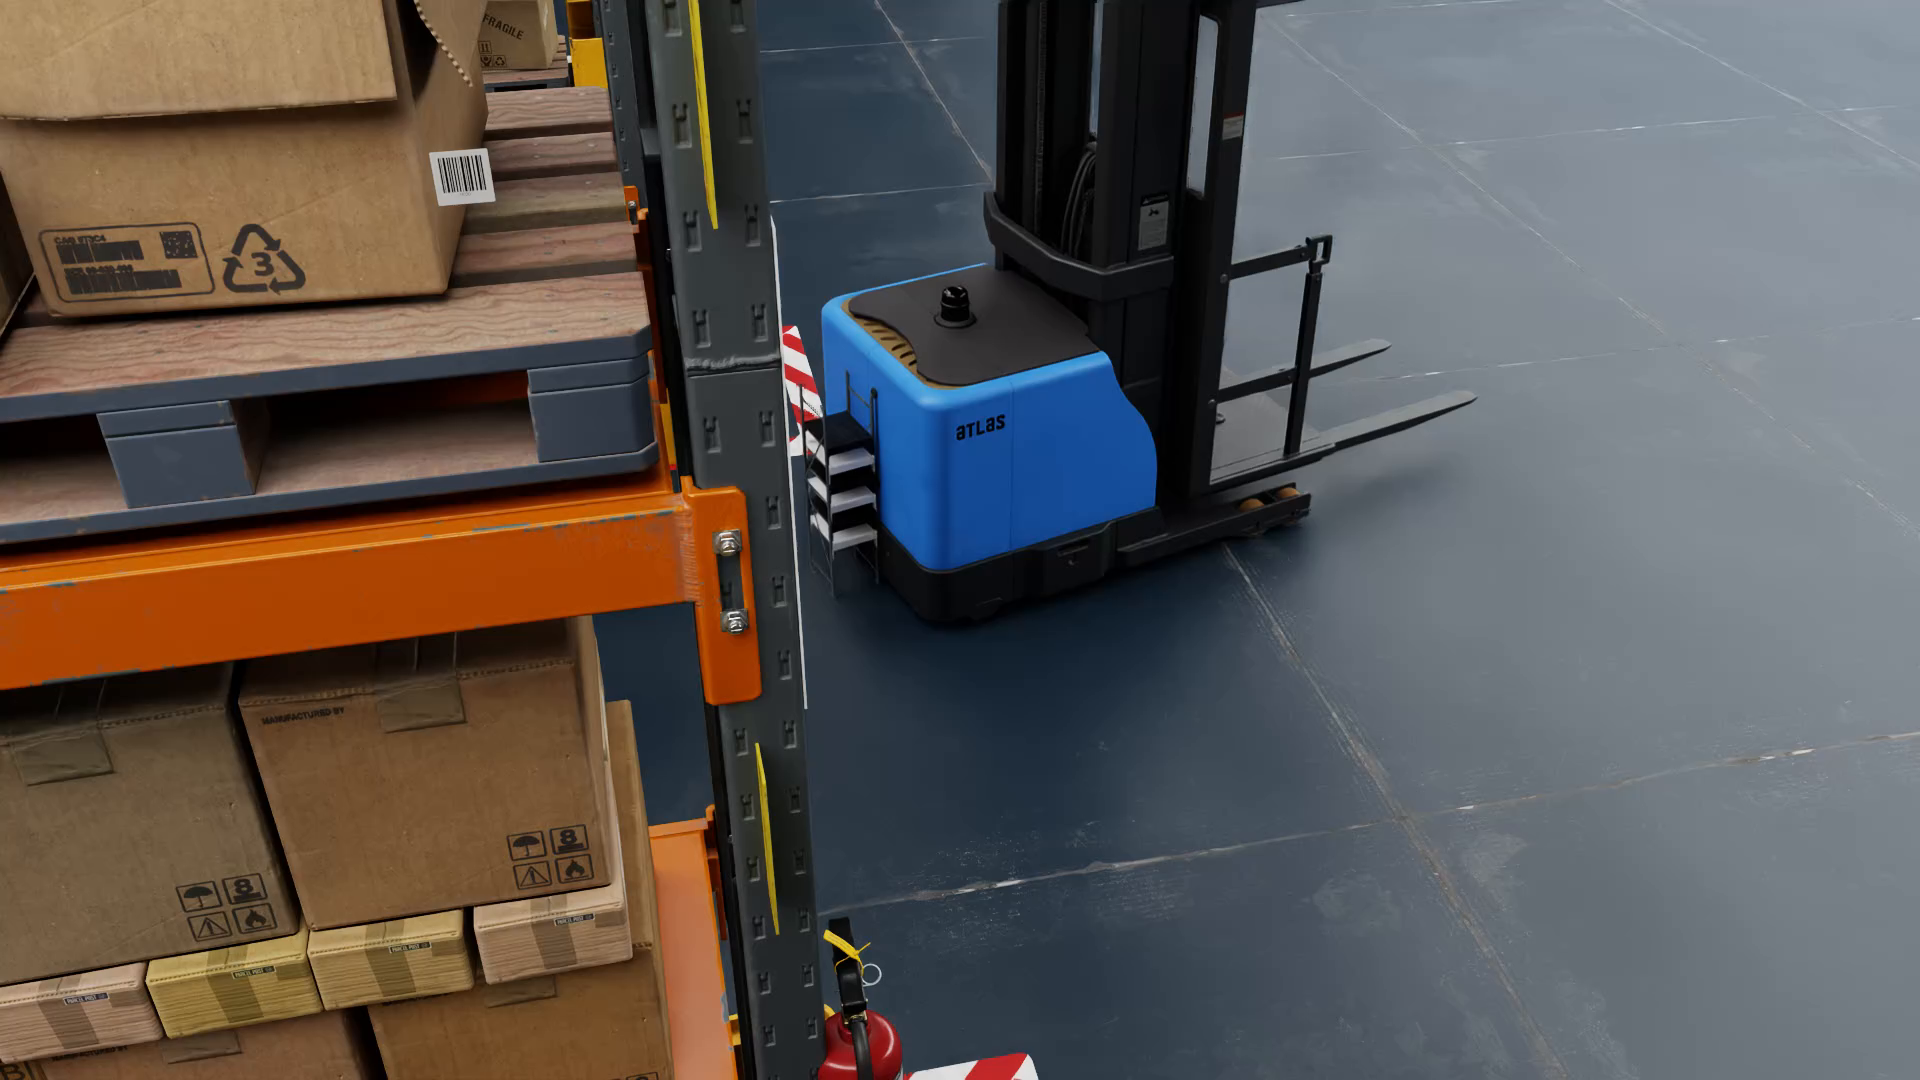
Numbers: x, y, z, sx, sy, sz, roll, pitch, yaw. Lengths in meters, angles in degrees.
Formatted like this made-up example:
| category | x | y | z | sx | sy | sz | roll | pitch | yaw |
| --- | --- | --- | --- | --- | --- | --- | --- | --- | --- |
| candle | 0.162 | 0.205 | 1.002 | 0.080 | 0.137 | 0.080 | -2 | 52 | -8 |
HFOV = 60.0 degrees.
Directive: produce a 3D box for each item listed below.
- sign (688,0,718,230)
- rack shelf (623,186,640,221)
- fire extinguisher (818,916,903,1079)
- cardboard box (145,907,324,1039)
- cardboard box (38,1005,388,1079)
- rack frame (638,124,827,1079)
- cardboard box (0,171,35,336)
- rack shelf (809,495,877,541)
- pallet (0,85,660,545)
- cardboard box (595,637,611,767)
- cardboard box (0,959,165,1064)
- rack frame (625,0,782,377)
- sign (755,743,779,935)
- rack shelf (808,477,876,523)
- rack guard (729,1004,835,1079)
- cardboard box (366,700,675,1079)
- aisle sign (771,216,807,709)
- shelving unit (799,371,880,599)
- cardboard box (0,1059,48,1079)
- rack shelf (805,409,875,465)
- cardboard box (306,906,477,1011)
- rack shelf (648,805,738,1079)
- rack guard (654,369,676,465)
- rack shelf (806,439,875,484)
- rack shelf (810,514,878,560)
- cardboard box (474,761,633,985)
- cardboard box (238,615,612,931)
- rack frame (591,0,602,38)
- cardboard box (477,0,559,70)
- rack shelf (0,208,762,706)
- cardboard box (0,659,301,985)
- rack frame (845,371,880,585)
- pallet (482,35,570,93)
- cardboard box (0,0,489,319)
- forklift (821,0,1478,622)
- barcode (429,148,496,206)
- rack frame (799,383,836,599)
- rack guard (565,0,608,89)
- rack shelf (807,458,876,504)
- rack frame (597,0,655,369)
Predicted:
| category | x | y | z | sx | sy | sz | roll | pitch | yaw |
| --- | --- | --- | --- | --- | --- | --- | --- | --- | --- |
| sign | -0.302 | -0.531 | 1.934 | 0.005 | 0.325 | 0.100 | -7 | 35 | -11 |
| rack shelf | -3.448 | -1.395 | 7.283 | 4.000 | 0.370 | 1.077 | -7 | 35 | -11 |
| fire extinguisher | -0.190 | 1.023 | 3.104 | 0.183 | 0.674 | 0.296 | -7 | 35 | -11 |
| cardboard box | -1.243 | 0.657 | 2.908 | 0.250 | 0.149 | 0.380 | -8 | 35 | -11 |
| cardboard box | -1.378 | 0.829 | 3.234 | 0.500 | 0.500 | 0.700 | -6 | 34 | -9 |
| rack frame | -0.408 | 0.753 | 3.437 | 0.127 | 3.000 | 1.000 | -7 | 35 | -11 |
| cardboard box | -1.473 | -0.378 | 2.062 | 0.500 | 0.250 | 0.500 | -7 | 35 | -11 |
| rack shelf | -0.487 | -0.113 | 6.832 | 0.200 | 0.077 | 0.258 | -17 | 37 | -23 |
| pallet | -1.104 | -0.383 | 2.517 | 1.213 | 0.211 | 1.003 | -7 | 35 | -11 |
| cardboard box | -0.838 | 0.373 | 3.331 | 0.250 | 0.149 | 0.380 | -7 | 35 | -11 |
| cardboard box | -1.489 | 0.686 | 2.863 | 0.250 | 0.149 | 0.380 | -7 | 34 | -10 |
| rack frame | -0.408 | -1.739 | 1.765 | 0.127 | 3.000 | 1.000 | -7 | 35 | -11 |
| sign | -0.302 | 0.470 | 2.606 | 0.005 | 0.325 | 0.100 | -7 | 35 | -11 |
| rack shelf | -0.487 | -0.188 | 6.782 | 0.200 | 0.077 | 0.258 | -17 | 37 | -23 |
| rack guard | -0.385 | 1.788 | 4.138 | 0.348 | 0.500 | 1.175 | -7 | 35 | -11 |
| cardboard box | -0.866 | 0.761 | 3.334 | 0.500 | 0.500 | 0.700 | -7 | 35 | -11 |
| aisle sign | -0.279 | -0.175 | 2.486 | 0.004 | 0.787 | 0.394 | -7 | 35 | -11 |
| shelving unit | -0.487 | -0.216 | 6.764 | 0.210 | 0.900 | 0.258 | -17 | 37 | -23 |
| cardboard box | -1.863 | 0.887 | 3.147 | 0.500 | 0.500 | 0.700 | -7 | 34 | -10 |
| rack shelf | -0.487 | -0.412 | 6.632 | 0.200 | 0.077 | 0.258 | -17 | 37 | -23 |
| cardboard box | -0.994 | 0.625 | 2.955 | 0.250 | 0.149 | 0.380 | -6 | 34 | -9 |
| rack shelf | -2.359 | 1.297 | 3.271 | 4.000 | 0.370 | 1.077 | -7 | 35 | -11 |
| rack guard | -1.561 | -0.867 | 8.094 | 0.348 | 0.500 | 1.175 | -7 | 35 | -11 |
| rack shelf | -0.487 | -0.337 | 6.682 | 0.200 | 0.077 | 0.258 | -17 | 37 | -23 |
| rack shelf | -0.487 | -0.038 | 6.882 | 0.200 | 0.077 | 0.258 | -17 | 37 | -23 |
| cardboard box | -0.739 | 0.592 | 3.004 | 0.250 | 0.149 | 0.380 | -8 | 35 | -11 |
| cardboard box | -0.918 | 0.229 | 2.962 | 0.500 | 0.500 | 0.700 | -7 | 35 | -10 |
| rack frame | -2.590 | -4.632 | 11.461 | 0.127 | 3.000 | 1.000 | -7 | 35 | -11 |
| cardboard box | -3.203 | -3.701 | 11.939 | 0.500 | 0.500 | 0.500 | -1 | 34 | -2 |
| rack shelf | -2.359 | 0.052 | 2.435 | 4.000 | 0.370 | 1.077 | -7 | 35 | -11 |
| cardboard box | -1.430 | 0.297 | 2.862 | 0.500 | 0.500 | 0.700 | -8 | 35 | -12 |
| rack frame | -0.397 | -0.243 | 6.804 | 0.006 | 0.900 | 0.240 | -17 | 37 | -23 |
| pallet | -3.464 | -3.384 | 12.103 | 1.213 | 0.211 | 1.003 | -7 | 35 | -11 |
| cardboard box | -0.970 | -0.700 | 2.314 | 0.637 | 0.503 | 0.797 | -5 | 34 | -7 |
| forklift | 0.961 | -1.469 | 6.808 | 3.031 | 2.935 | 1.130 | -17 | 37 | -23 |
| barcode | -0.596 | -0.435 | 1.993 | 0.075 | 0.075 | 0.001 | -7 | 35 | -11 |
| rack frame | -0.576 | -0.188 | 6.723 | 0.006 | 0.900 | 0.240 | -17 | 37 | -23 |
| rack guard | -2.664 | -3.585 | 12.143 | 0.348 | 0.500 | 1.175 | -7 | 35 | -11 |
| rack shelf | -0.487 | -0.263 | 6.732 | 0.200 | 0.077 | 0.258 | -17 | 37 | -23 |
| rack frame | -1.497 | -1.940 | 7.449 | 0.127 | 3.000 | 1.000 | -7 | 35 | -11 |
